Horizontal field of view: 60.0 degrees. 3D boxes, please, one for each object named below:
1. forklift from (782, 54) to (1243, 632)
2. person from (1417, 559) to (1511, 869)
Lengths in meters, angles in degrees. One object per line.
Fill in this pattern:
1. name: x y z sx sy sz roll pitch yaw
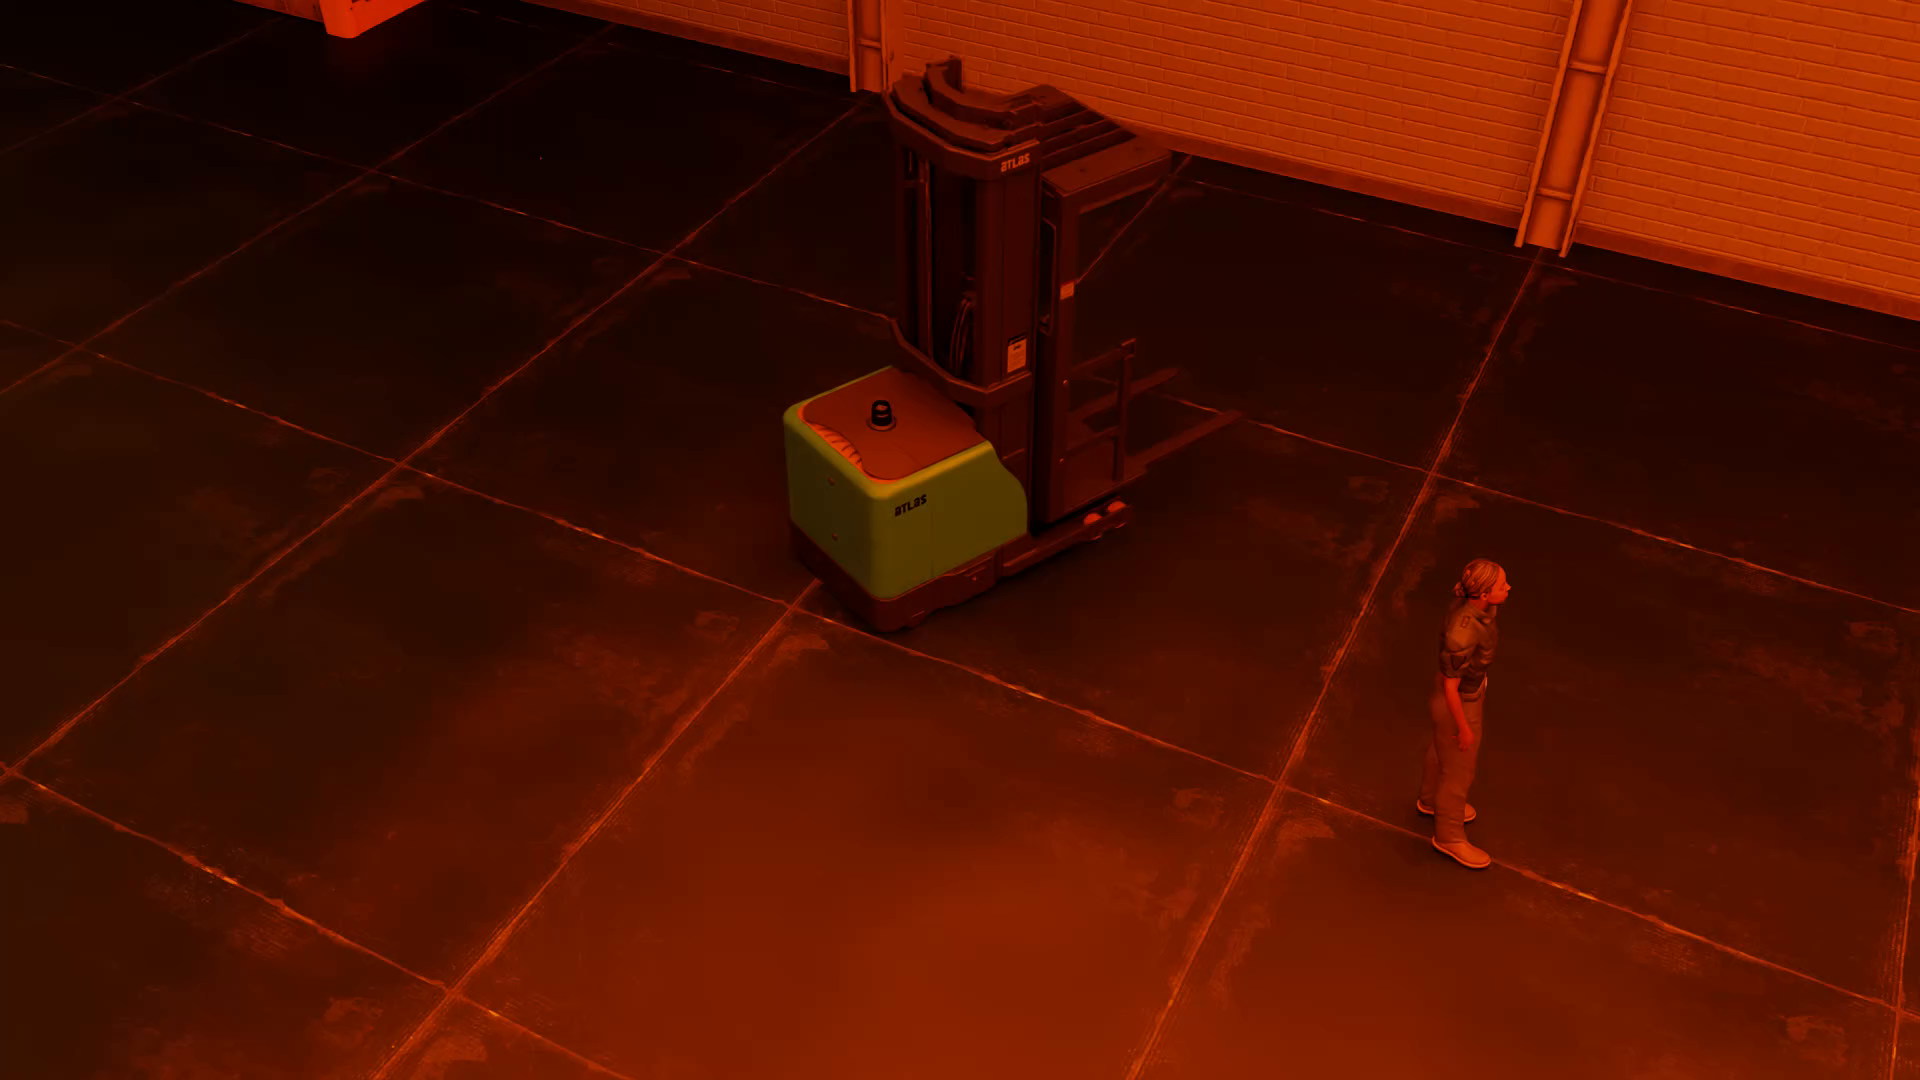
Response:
1. forklift: 0.451 -1.368 9.611 3.031 2.935 1.130 -26 46 -27
2. person: 2.493 0.799 8.018 0.505 1.654 0.570 14 42 16
